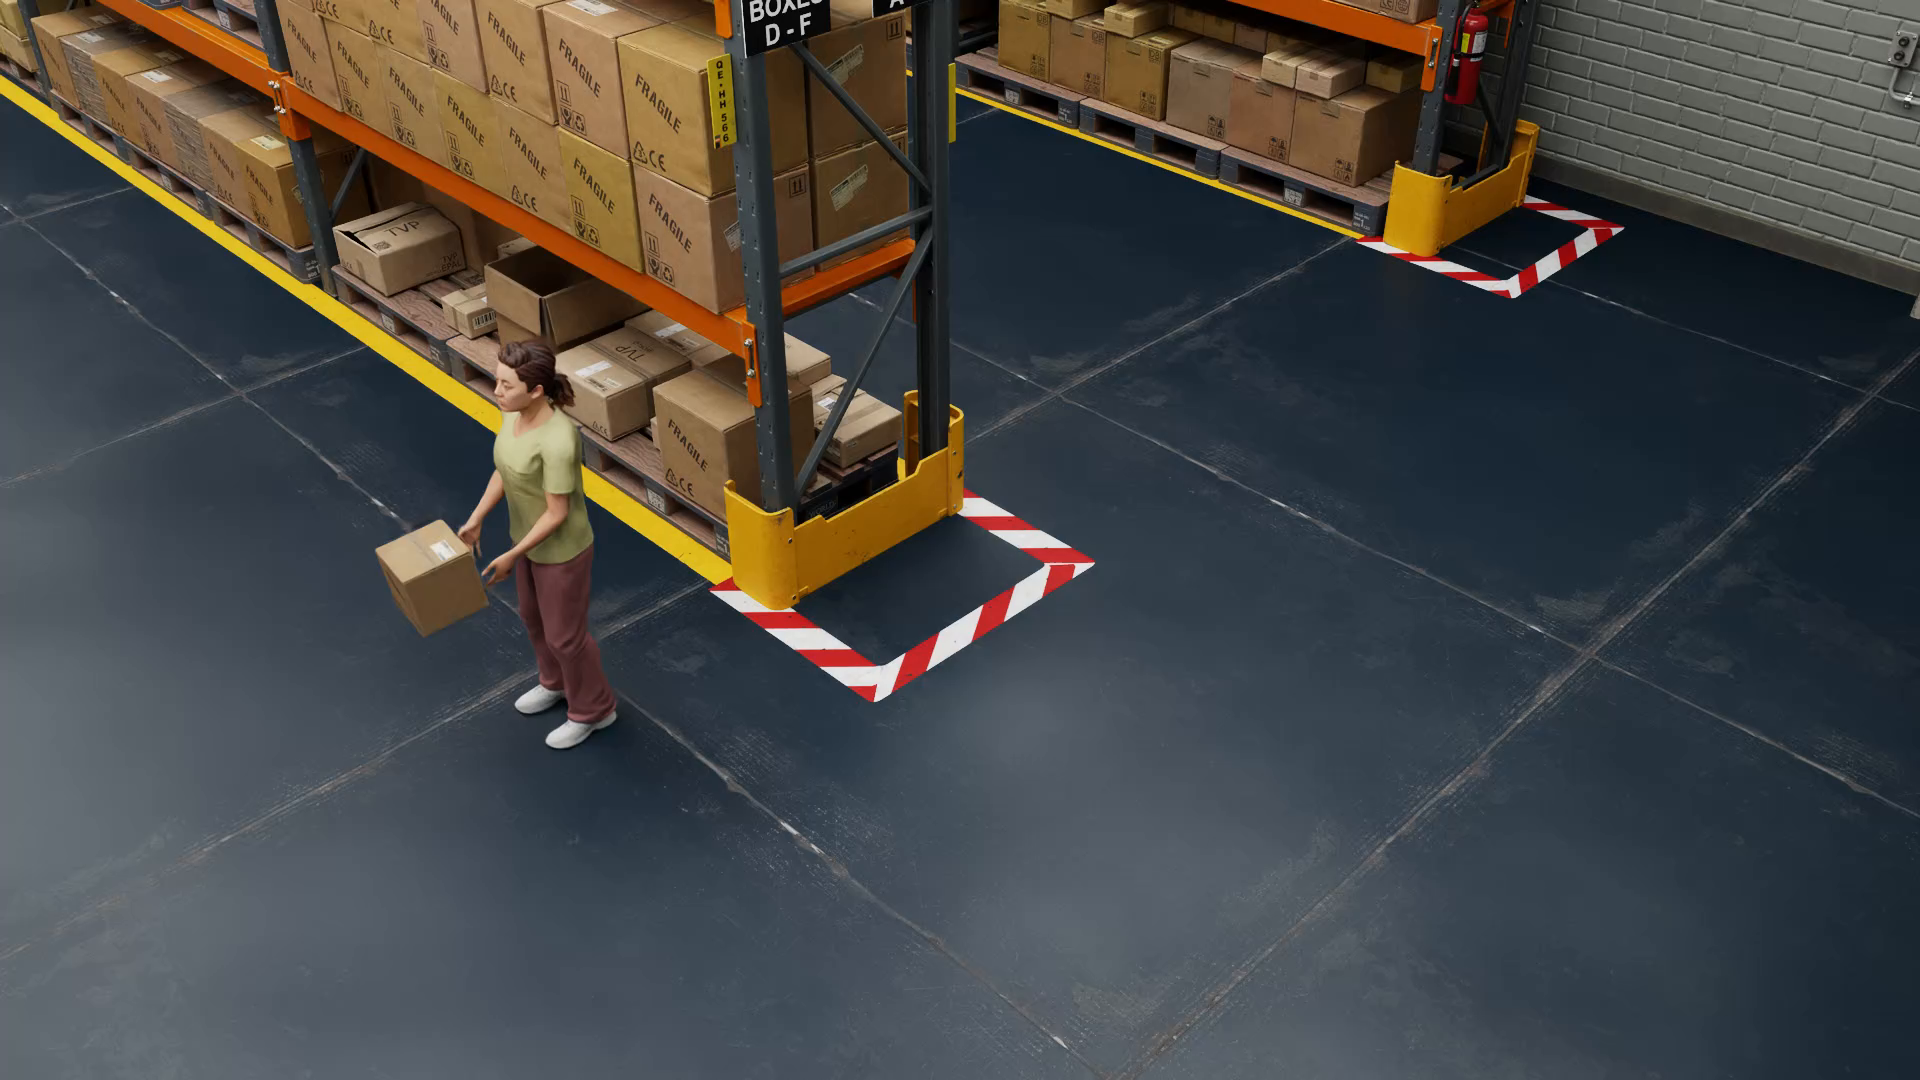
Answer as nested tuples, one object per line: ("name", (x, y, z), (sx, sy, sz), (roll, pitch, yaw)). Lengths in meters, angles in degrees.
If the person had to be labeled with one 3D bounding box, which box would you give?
("person", (-1.555, 0.036, 6.096), (0.484, 1.674, 0.462), (-24, 42, -30))
